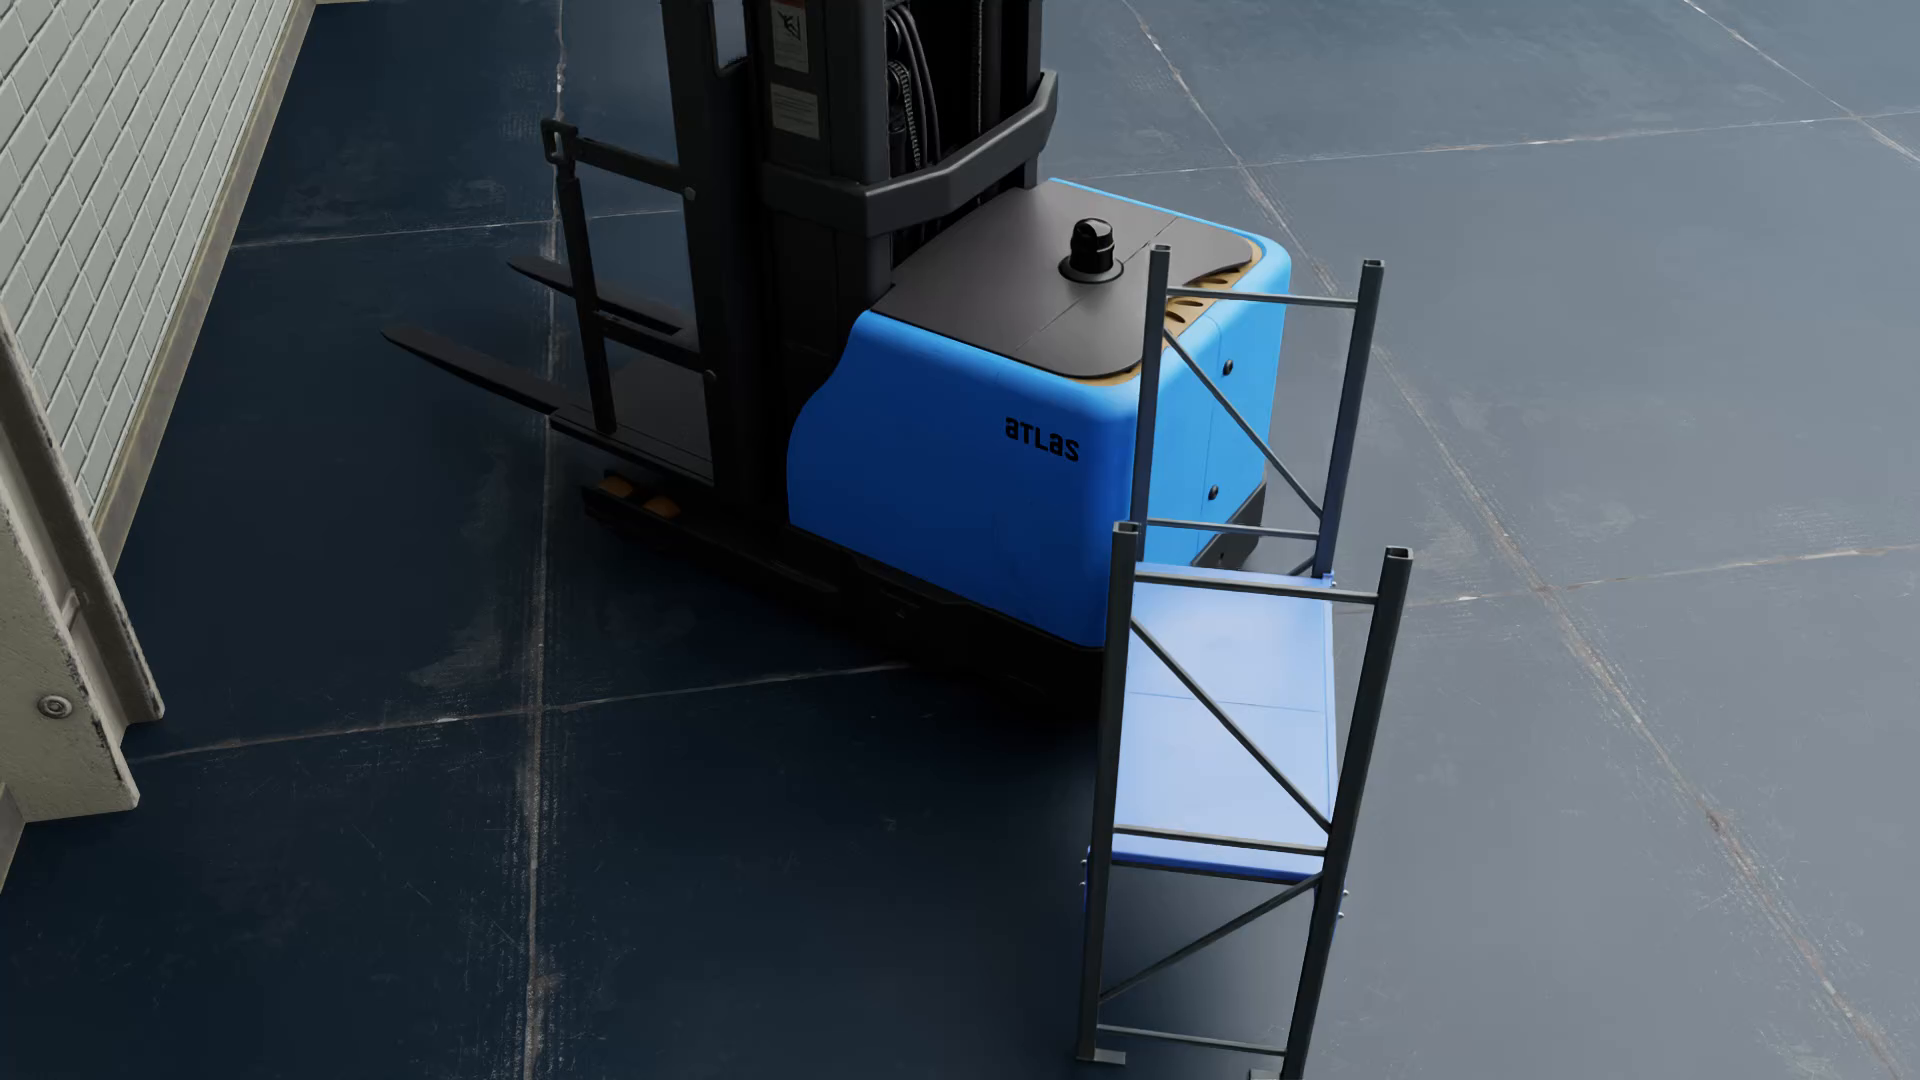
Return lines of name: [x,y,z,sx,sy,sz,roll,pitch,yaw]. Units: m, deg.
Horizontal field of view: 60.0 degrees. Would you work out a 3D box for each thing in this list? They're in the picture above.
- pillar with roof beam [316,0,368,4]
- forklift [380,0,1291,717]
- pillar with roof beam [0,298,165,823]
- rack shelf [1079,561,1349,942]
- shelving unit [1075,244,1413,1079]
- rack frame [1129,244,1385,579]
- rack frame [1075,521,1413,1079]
pillar with roof beam: [0.845,-7.042,6.979,9.100,9.000,0.400,-6,38,-8]
forklift: [-0.588,-1.374,4.629,3.031,2.935,1.130,22,43,26]
pillar with roof beam: [1.897,-3.418,2.314,9.100,9.000,0.400,-6,38,-8]
rack shelf: [0.587,0.426,3.773,0.538,0.185,1.000,5,38,7]
shelving unit: [0.587,0.284,3.662,0.538,1.500,1.048,5,38,7]
rack frame: [0.664,-0.024,4.059,0.500,1.500,0.032,5,38,7]
rack frame: [0.509,0.592,3.265,0.500,1.500,0.032,5,38,7]
